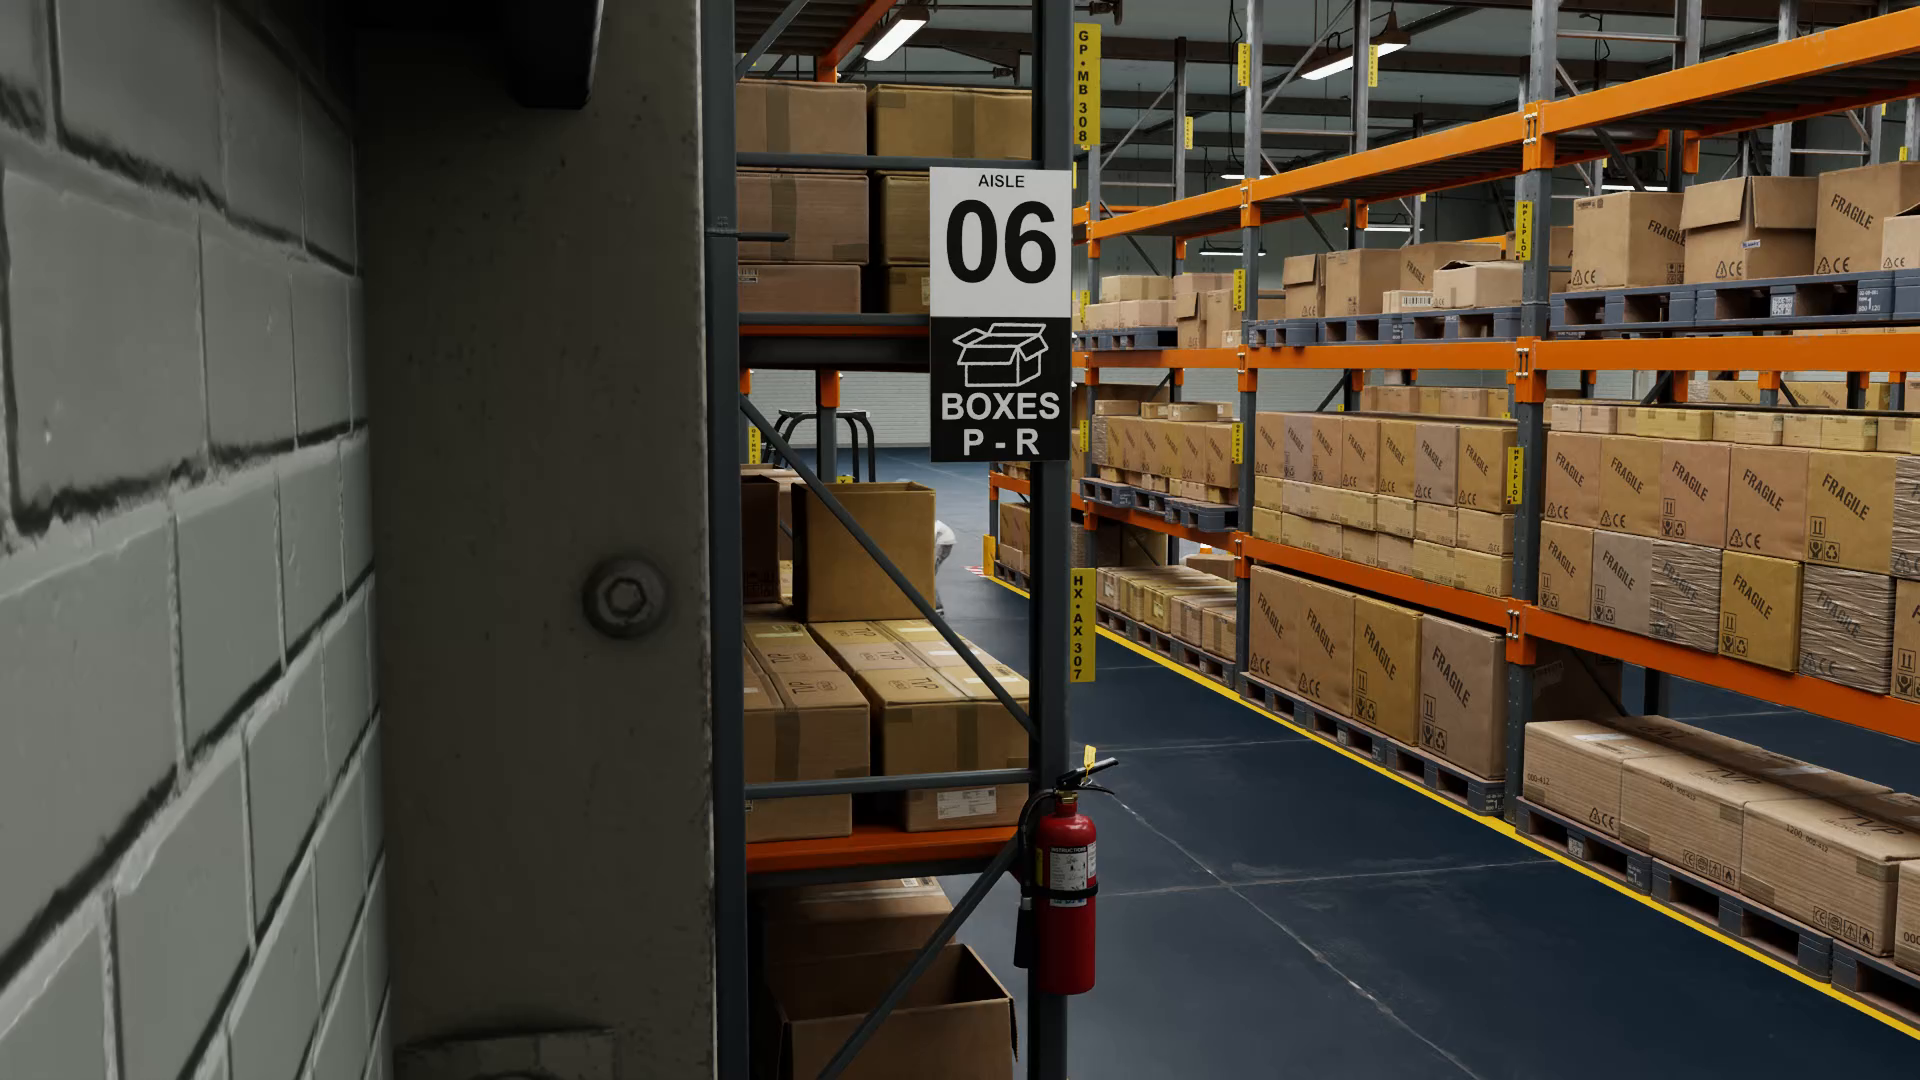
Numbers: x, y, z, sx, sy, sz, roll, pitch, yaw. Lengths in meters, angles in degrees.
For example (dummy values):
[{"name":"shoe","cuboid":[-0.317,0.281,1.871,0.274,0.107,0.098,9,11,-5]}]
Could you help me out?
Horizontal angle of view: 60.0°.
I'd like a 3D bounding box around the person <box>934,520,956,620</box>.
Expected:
[{"name":"person","cuboid":[-0.537,0.331,17.053,0.991,1.096,0.492,-2,6,-16]}]
